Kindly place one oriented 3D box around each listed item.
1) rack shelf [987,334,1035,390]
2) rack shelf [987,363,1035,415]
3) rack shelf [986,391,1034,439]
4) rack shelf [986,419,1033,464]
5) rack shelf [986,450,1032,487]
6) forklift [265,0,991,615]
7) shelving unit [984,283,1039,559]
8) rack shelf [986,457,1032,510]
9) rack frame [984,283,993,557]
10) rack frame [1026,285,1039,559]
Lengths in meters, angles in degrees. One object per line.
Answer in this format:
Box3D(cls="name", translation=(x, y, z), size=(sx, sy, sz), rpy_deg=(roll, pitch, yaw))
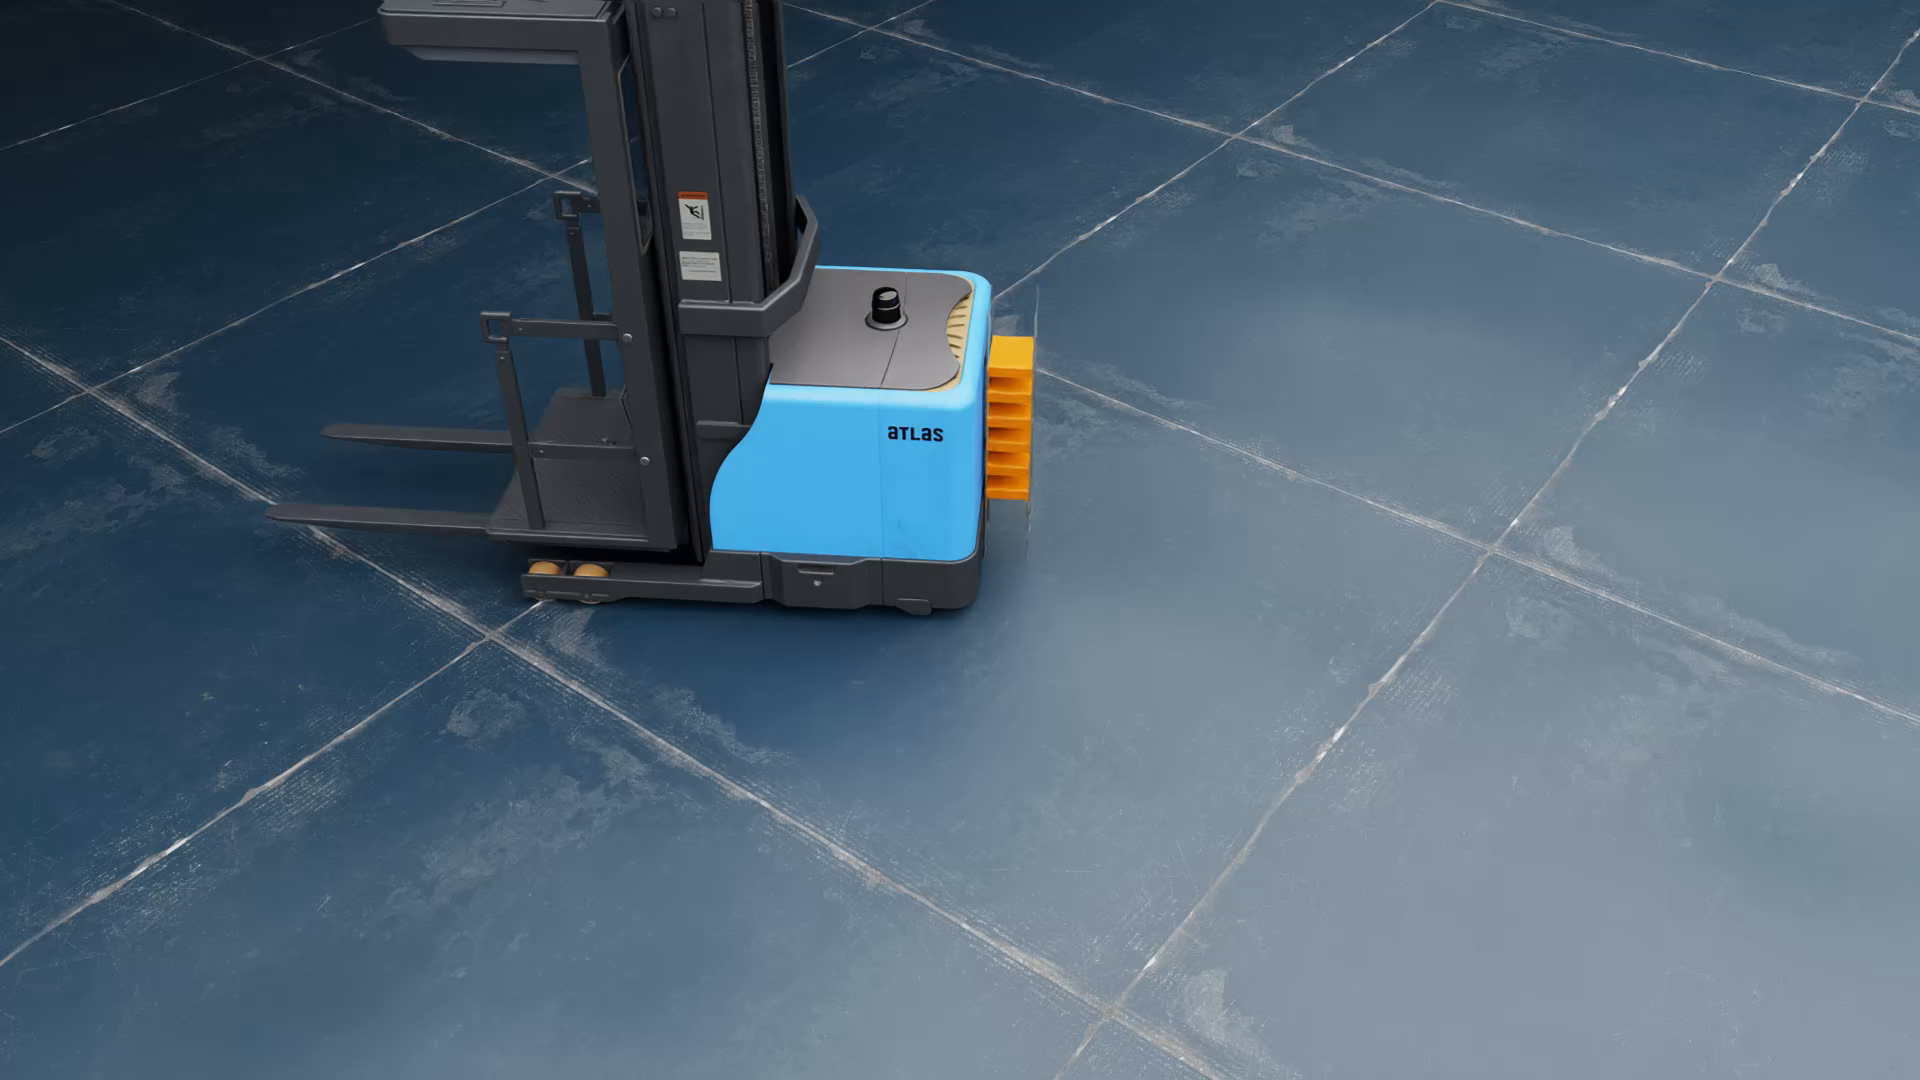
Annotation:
Box3D(cls="rack shelf", translation=(0.208, -0.717, 6.681), size=(0.180, 0.103, 0.258), rpy_deg=(3, 38, 4))
Box3D(cls="rack shelf", translation=(0.208, -0.623, 6.755), size=(0.180, 0.103, 0.258), rpy_deg=(3, 38, 4))
Box3D(cls="rack shelf", translation=(0.208, -0.528, 6.829), size=(0.180, 0.103, 0.258), rpy_deg=(3, 38, 4))
Box3D(cls="rack shelf", translation=(0.208, -0.434, 6.903), size=(0.180, 0.103, 0.258), rpy_deg=(3, 38, 4))
Box3D(cls="rack shelf", translation=(0.208, -0.339, 6.977), size=(0.180, 0.103, 0.258), rpy_deg=(3, 38, 4))
Box3D(cls="forklift", translation=(-1.403, -1.210, 6.418), size=(3.031, 2.935, 1.130), rpy_deg=(3, 38, 4))
Box3D(cls="shelving unit", translation=(0.208, -0.469, 6.875), size=(0.189, 1.200, 0.258), rpy_deg=(3, 38, 4))
Box3D(cls="rack shelf", translation=(0.208, -0.245, 7.051), size=(0.180, 0.103, 0.258), rpy_deg=(3, 38, 4))
Box3D(cls="rack frame", translation=(0.117, -0.474, 6.882), size=(0.006, 1.200, 0.240), rpy_deg=(3, 38, 4))
Box3D(cls="rack frame", translation=(0.299, -0.464, 6.869), size=(0.006, 1.200, 0.240), rpy_deg=(3, 38, 4))
